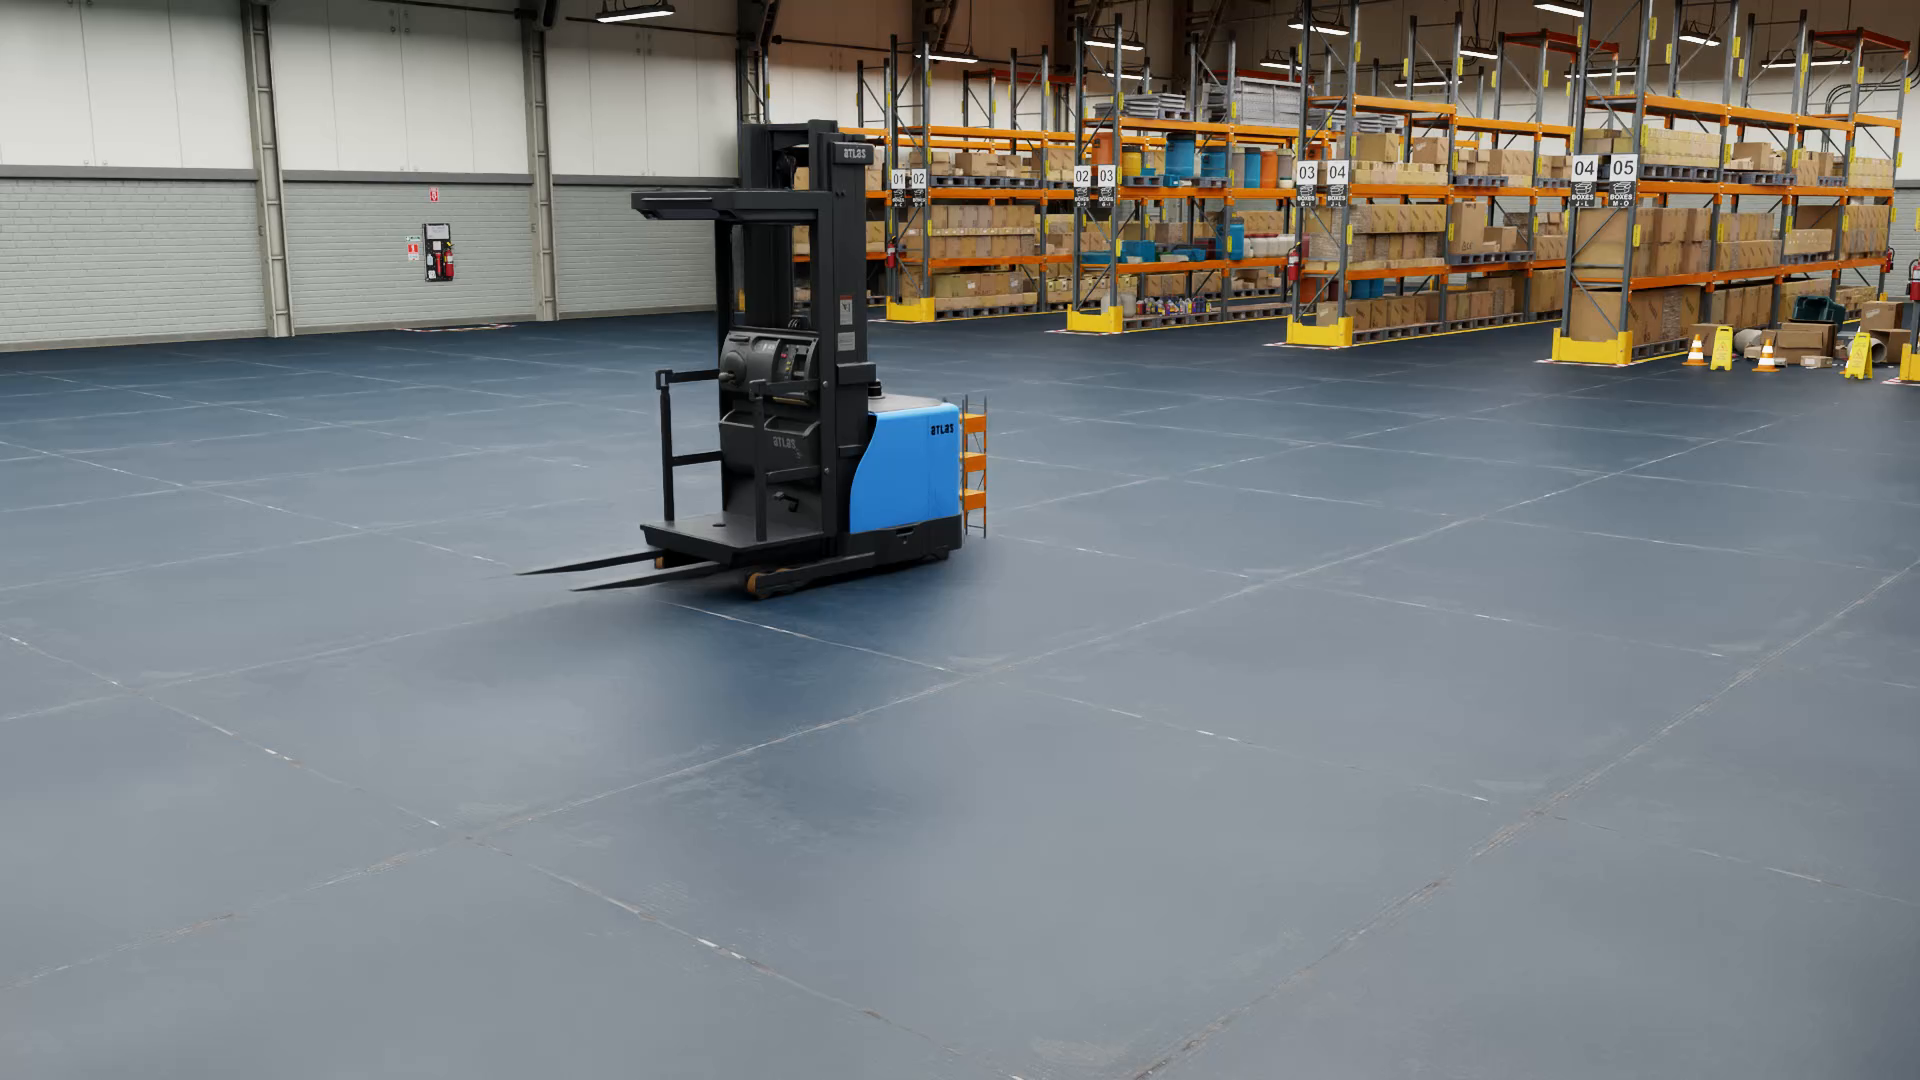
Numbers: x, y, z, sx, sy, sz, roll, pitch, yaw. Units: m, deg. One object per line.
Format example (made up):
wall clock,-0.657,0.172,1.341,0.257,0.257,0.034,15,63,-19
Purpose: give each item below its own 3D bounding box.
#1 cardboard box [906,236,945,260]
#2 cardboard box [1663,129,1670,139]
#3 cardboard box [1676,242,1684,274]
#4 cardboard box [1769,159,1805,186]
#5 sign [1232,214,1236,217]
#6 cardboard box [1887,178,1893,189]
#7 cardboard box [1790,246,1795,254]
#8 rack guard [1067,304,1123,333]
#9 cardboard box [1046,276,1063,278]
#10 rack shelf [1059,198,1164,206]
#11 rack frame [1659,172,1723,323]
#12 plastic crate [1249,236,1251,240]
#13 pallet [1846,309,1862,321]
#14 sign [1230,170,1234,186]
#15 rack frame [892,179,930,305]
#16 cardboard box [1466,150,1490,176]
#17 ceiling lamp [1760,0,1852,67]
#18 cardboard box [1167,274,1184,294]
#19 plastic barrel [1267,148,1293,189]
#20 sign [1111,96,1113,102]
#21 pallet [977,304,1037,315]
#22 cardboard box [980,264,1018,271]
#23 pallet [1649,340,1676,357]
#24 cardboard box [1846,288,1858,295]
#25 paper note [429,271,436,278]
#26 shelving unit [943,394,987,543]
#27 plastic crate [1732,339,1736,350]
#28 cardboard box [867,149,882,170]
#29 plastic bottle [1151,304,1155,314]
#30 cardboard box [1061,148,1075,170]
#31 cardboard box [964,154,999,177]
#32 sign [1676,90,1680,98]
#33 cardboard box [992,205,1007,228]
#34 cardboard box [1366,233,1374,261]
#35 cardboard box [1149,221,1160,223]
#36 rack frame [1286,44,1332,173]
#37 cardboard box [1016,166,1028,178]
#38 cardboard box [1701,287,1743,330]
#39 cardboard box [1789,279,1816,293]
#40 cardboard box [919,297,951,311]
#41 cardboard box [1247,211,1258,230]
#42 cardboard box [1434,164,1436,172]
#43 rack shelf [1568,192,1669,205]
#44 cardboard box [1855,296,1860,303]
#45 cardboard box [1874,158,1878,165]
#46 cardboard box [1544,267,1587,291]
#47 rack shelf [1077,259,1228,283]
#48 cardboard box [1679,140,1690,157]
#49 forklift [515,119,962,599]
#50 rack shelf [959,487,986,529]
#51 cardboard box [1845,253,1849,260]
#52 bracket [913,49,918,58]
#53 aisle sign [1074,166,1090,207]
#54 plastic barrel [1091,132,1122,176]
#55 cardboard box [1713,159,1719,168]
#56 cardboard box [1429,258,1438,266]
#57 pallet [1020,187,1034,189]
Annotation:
cardboard box,-0.743,-6.365,36.167,0.700,0.500,0.500,10,15,40
cardboard box,10.999,-6.425,26.340,0.380,0.149,0.250,10,15,41
cardboard box,11.652,-4.770,28.051,0.875,0.550,0.550,10,15,40
cardboard box,15.895,-7.058,31.978,0.500,0.500,0.500,10,15,40
sign,7.280,-8.511,44.210,0.100,0.325,0.005,10,15,40
cardboard box,20.497,-7.962,37.141,0.500,0.250,0.500,9,15,39
cardboard box,16.120,-5.690,32.612,0.380,0.149,0.250,11,16,43
rack guard,2.672,-4.400,32.963,1.175,0.500,0.348,10,15,40
cardboard box,2.302,-6.217,40.198,0.500,0.311,0.500,10,15,40
rack shelf,4.457,-10.067,49.134,1.077,0.370,4.000,10,15,40
rack frame,12.678,-4.900,29.087,1.000,3.000,0.127,10,15,40
plastic crate,6.642,-6.618,37.526,0.402,0.464,0.583,10,15,40
pallet,19.180,-4.994,36.673,1.003,0.211,1.213,10,15,40
sign,5.704,-7.599,34.919,0.100,0.325,0.005,10,15,40
rack frame,-1.061,-6.249,35.841,1.000,3.000,0.127,10,15,40
cardboard box,10.024,-7.479,33.004,0.797,0.503,0.637,11,15,43
ceiling lamp,20.616,-13.193,40.388,2.000,3.185,0.800,10,15,40
cardboard box,5.411,-6.597,42.841,0.500,0.500,0.500,10,15,40
plastic barrel,7.233,-8.409,37.717,0.600,0.901,0.600,0,11,0
sign,3.806,-10.934,41.391,0.100,0.325,0.005,10,15,40
pallet,1.023,-5.359,38.502,1.003,0.211,1.213,10,15,40
cardboard box,1.081,-7.309,45.564,0.750,0.750,0.750,10,15,40
pallet,11.312,-3.251,27.948,1.003,0.211,1.213,10,15,40
cardboard box,19.544,-5.470,36.625,0.380,0.149,0.250,9,14,38
paper note,-10.761,-5.413,33.906,0.016,0.148,0.142,10,15,40
shelving unit,0.035,-0.523,12.148,0.215,1.050,0.252,10,15,40
plastic crate,13.547,-3.355,28.381,0.662,0.188,0.450,-4,2,-18
cardboard box,-2.271,-9.389,41.043,0.500,0.500,0.500,8,14,36
plastic bottle,4.045,-4.848,34.848,0.097,0.201,0.097,0,11,0
cardboard box,2.375,-8.981,39.257,0.500,0.500,0.500,-10,15,-42
cardboard box,0.398,-8.408,37.297,0.637,0.503,0.797,-10,15,-41
sign,17.338,-10.688,40.163,0.100,0.325,0.005,10,15,40
cardboard box,0.628,-7.309,37.578,0.700,0.500,0.500,10,15,40
cardboard box,7.002,-5.329,30.220,0.875,0.500,0.500,10,15,40
cardboard box,5.448,-9.314,50.419,0.980,0.700,0.700,11,16,43
rack frame,7.938,-9.727,37.937,1.000,3.000,0.127,10,15,40
cardboard box,1.459,-10.045,45.809,0.700,0.500,0.500,11,16,43
cardboard box,13.659,-4.247,30.490,1.050,0.750,0.750,10,15,40
cardboard box,16.969,-5.129,33.629,0.500,0.250,0.500,9,14,38
cardboard box,-0.540,-5.157,36.320,0.500,0.250,0.500,10,15,40
cardboard box,7.723,-8.663,45.118,0.500,0.500,0.500,9,15,39
cardboard box,8.776,-7.037,31.490,0.380,0.149,0.250,10,15,41
rack shelf,15.620,-8.146,39.515,1.077,0.370,4.000,10,15,40
cardboard box,19.447,-5.271,36.390,0.380,0.149,0.250,10,15,41
cardboard box,19.731,-8.233,36.201,0.380,0.149,0.250,10,15,42
cardboard box,13.303,-5.669,37.289,1.225,0.875,0.875,9,14,38
rack shelf,3.978,-5.550,34.175,1.077,0.370,4.000,10,15,40
cardboard box,11.547,-6.371,27.087,0.500,0.250,0.500,10,15,40
forklift,-1.392,-1.182,10.648,3.031,2.935,1.130,-11,16,-44
rack shelf,0.035,-0.240,12.204,0.215,0.259,0.240,10,15,40
cardboard box,18.826,-6.086,35.666,0.380,0.149,0.250,9,14,38
bracket,-1.019,-12.587,43.064,0.235,0.232,0.430,10,15,40
aisle sign,2.387,-6.911,32.516,0.394,0.787,0.004,10,15,40
plastic barrel,2.883,-7.584,32.695,0.600,0.830,0.708,10,15,40
cardboard box,12.677,-6.408,28.291,0.380,0.149,0.250,10,15,40
cardboard box,8.925,-5.328,31.870,0.380,0.149,0.250,10,15,40
pallet,1.618,-9.711,45.997,1.003,0.211,1.213,11,16,43
